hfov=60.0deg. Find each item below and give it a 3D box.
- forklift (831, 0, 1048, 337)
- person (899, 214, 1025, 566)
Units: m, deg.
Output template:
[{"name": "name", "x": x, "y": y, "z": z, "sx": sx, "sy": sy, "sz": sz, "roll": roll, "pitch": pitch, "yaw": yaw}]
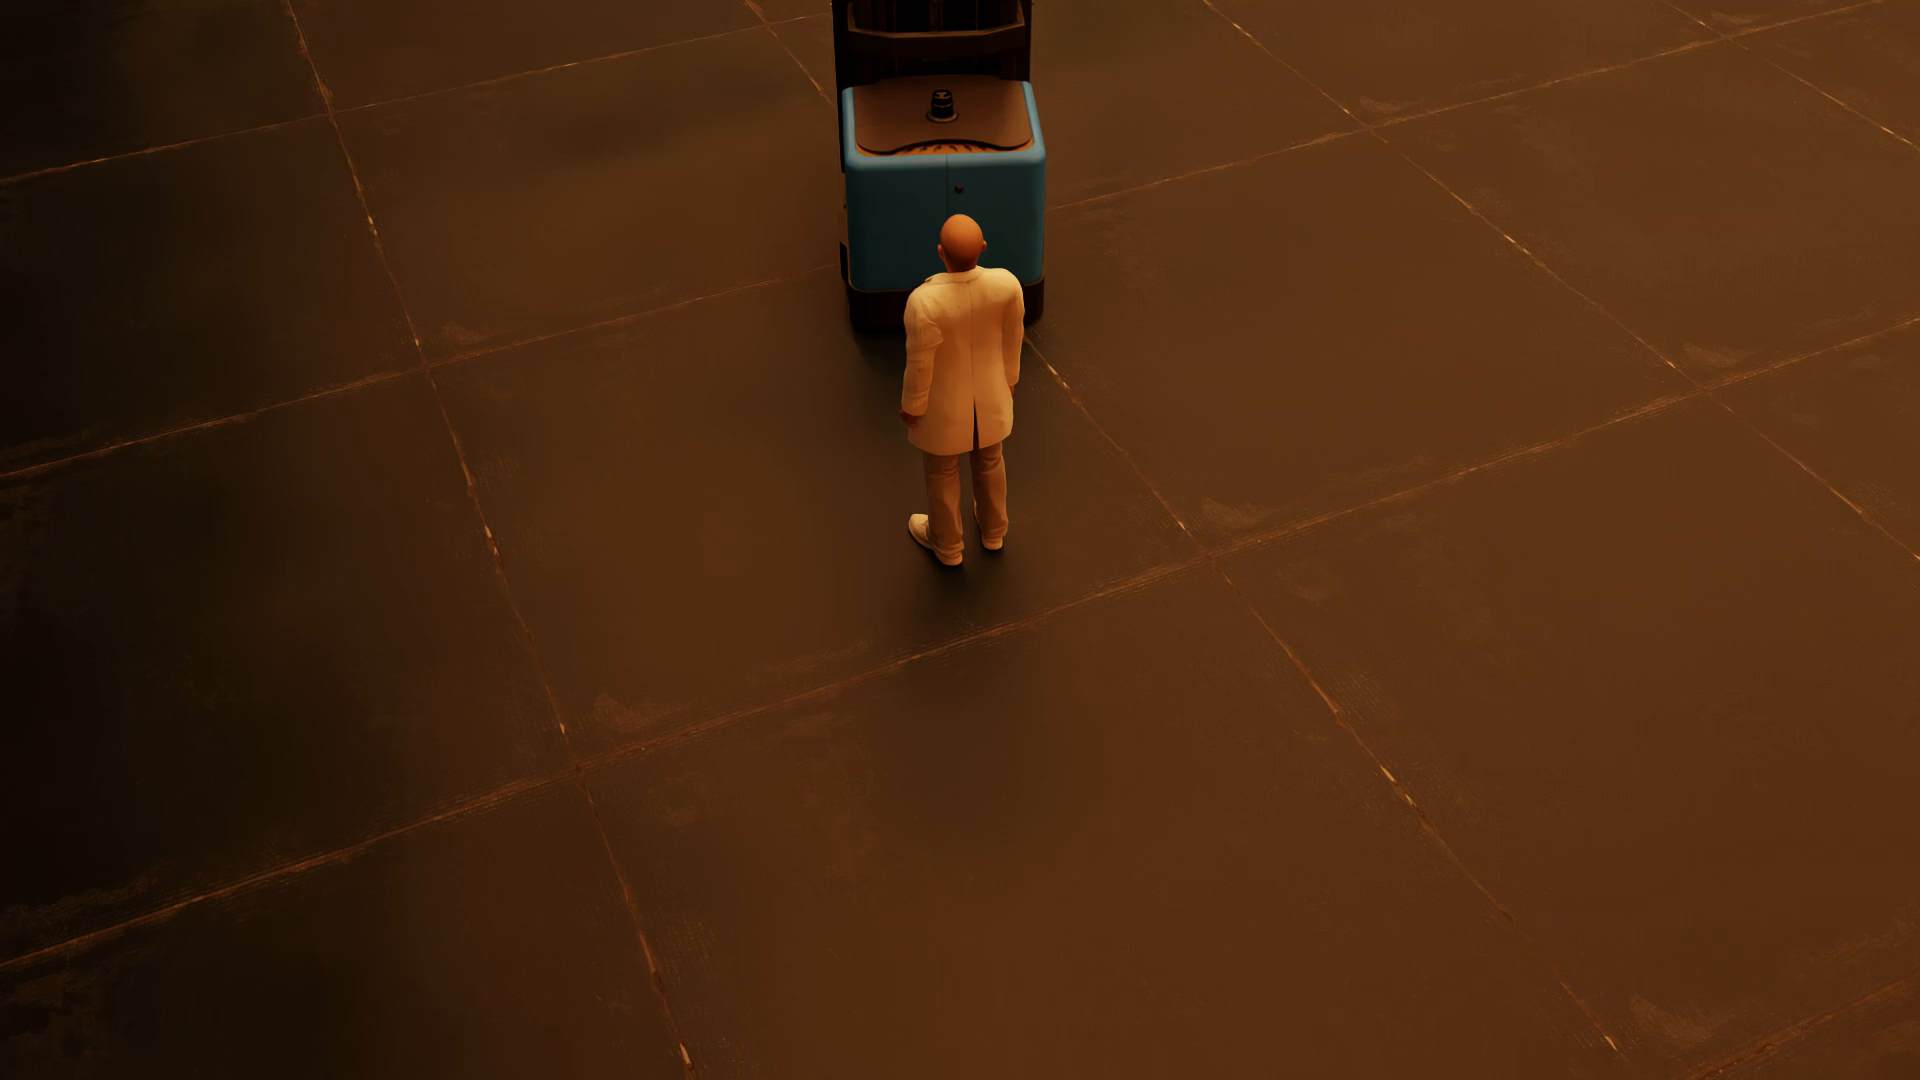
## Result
[{"name": "forklift", "x": -0.166, "y": -3.153, "z": 9.059, "sx": 1.130, "sy": 2.935, "sz": 3.031, "roll": -3, "pitch": 43, "yaw": -3}, {"name": "person", "x": -0.016, "y": -0.661, "z": 7.231, "sx": 0.551, "sy": 1.782, "sz": 0.389, "roll": -18, "pitch": 46, "yaw": -18}]
